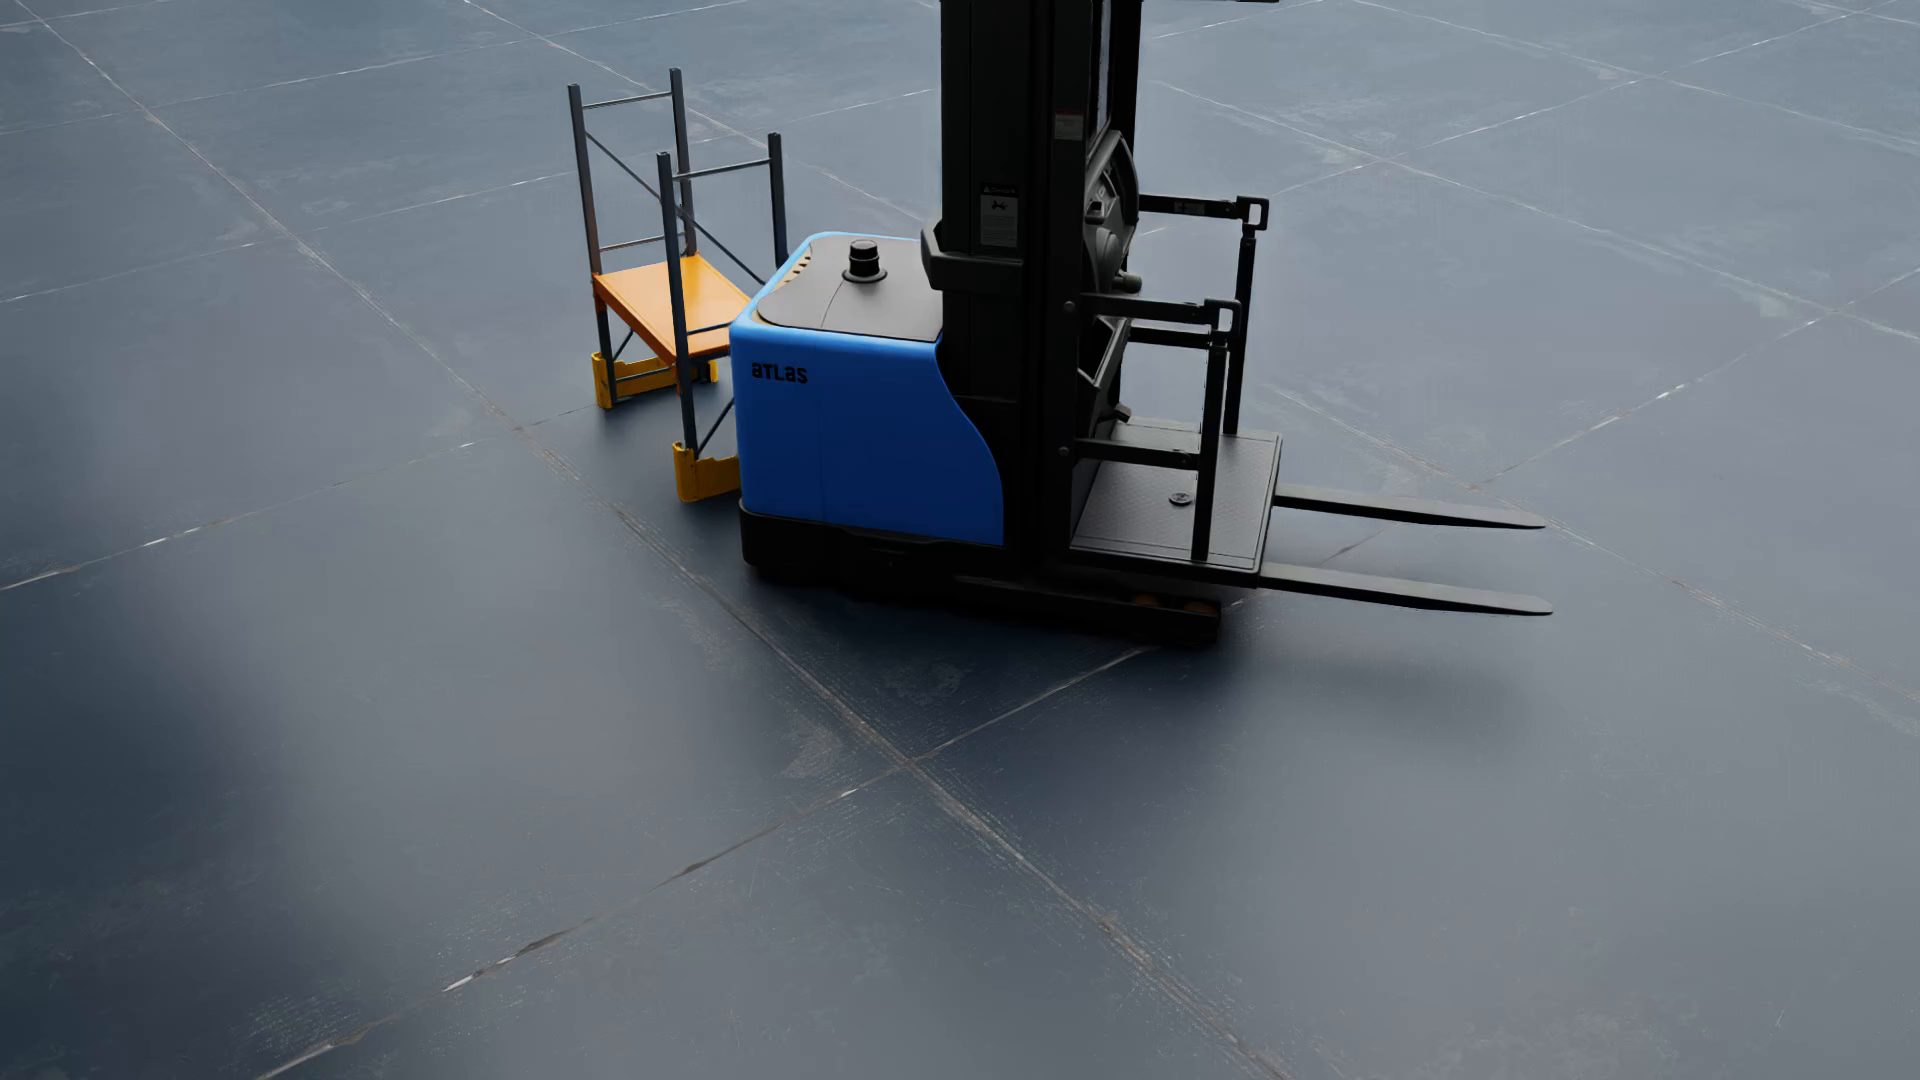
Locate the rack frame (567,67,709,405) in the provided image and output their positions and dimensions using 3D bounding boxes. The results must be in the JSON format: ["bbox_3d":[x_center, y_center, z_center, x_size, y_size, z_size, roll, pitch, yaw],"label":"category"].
[{"bbox_3d":[-1.429,-1.340,7.486,0.500,1.500,0.032,-17,36,-25],"label":"rack frame"}]

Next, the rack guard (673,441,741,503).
[{"bbox_3d":[-0.927,-0.354,7.084,0.587,0.250,0.087,-17,36,-25],"label":"rack guard"}]

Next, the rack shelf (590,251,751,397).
[{"bbox_3d":[-1.173,-0.956,7.208,0.538,0.185,1.000,-17,36,-25],"label":"rack shelf"}]

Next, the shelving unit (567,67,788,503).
[{"bbox_3d":[-1.178,-1.113,7.120,0.587,1.500,1.083,-17,36,-25],"label":"shelving unit"}]

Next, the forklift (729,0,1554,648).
[{"bbox_3d":[0.722,-1.161,5.841,3.031,2.935,1.130,8,33,12],"label":"forklift"}]

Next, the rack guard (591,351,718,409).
[{"bbox_3d":[-1.428,-0.809,7.815,0.587,0.250,0.087,-17,36,-25],"label":"rack guard"}]

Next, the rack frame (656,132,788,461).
[{"bbox_3d":[-0.918,-0.876,6.740,0.500,1.500,0.032,-17,36,-25],"label":"rack frame"}]
